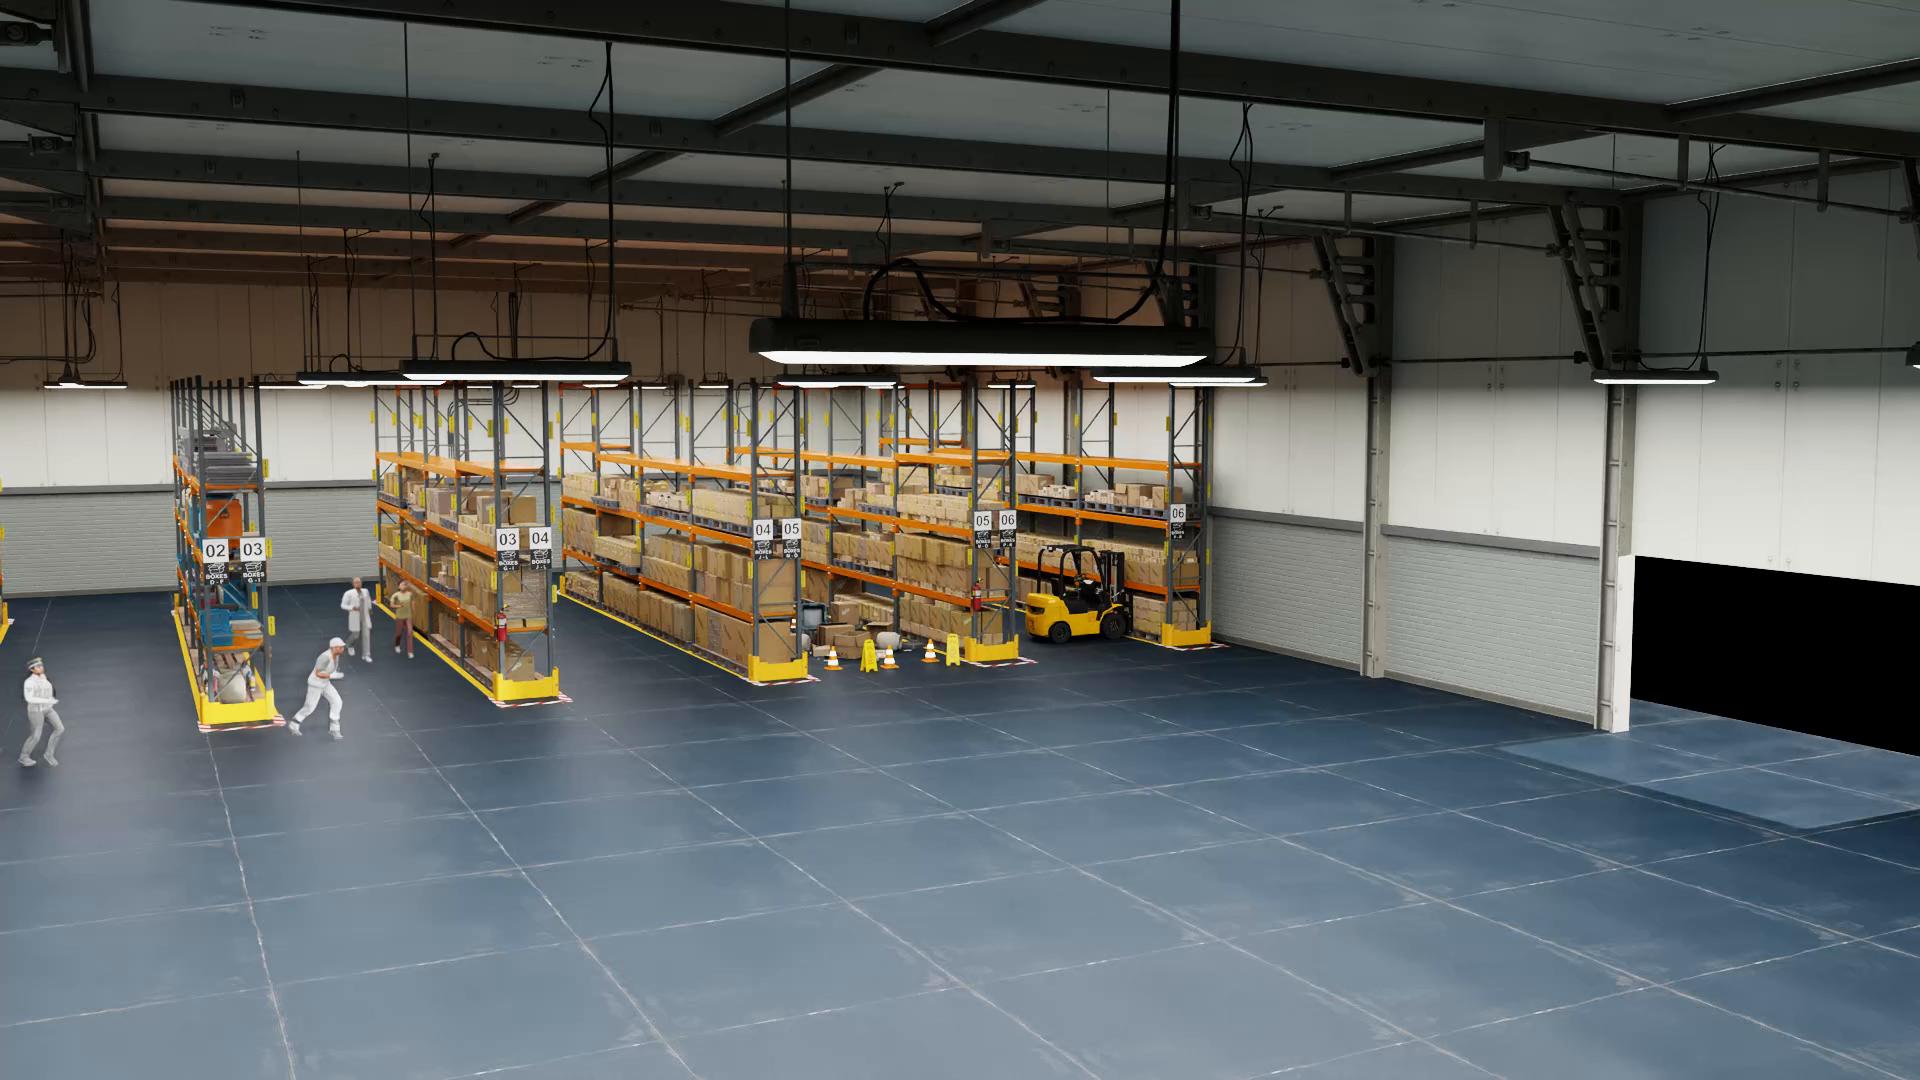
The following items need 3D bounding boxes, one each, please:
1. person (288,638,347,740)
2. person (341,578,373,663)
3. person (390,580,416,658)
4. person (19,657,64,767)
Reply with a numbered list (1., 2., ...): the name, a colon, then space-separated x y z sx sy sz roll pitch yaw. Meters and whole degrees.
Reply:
1. person: -10.593 2.466 27.430 1.038 1.729 0.705 0 5 4
2. person: -12.787 1.684 35.354 0.712 1.776 1.037 -5 7 -42
3. person: -11.994 1.680 35.849 0.575 1.652 0.970 -3 6 -32
4. person: -14.063 2.635 25.422 0.683 1.716 0.616 1 5 7
